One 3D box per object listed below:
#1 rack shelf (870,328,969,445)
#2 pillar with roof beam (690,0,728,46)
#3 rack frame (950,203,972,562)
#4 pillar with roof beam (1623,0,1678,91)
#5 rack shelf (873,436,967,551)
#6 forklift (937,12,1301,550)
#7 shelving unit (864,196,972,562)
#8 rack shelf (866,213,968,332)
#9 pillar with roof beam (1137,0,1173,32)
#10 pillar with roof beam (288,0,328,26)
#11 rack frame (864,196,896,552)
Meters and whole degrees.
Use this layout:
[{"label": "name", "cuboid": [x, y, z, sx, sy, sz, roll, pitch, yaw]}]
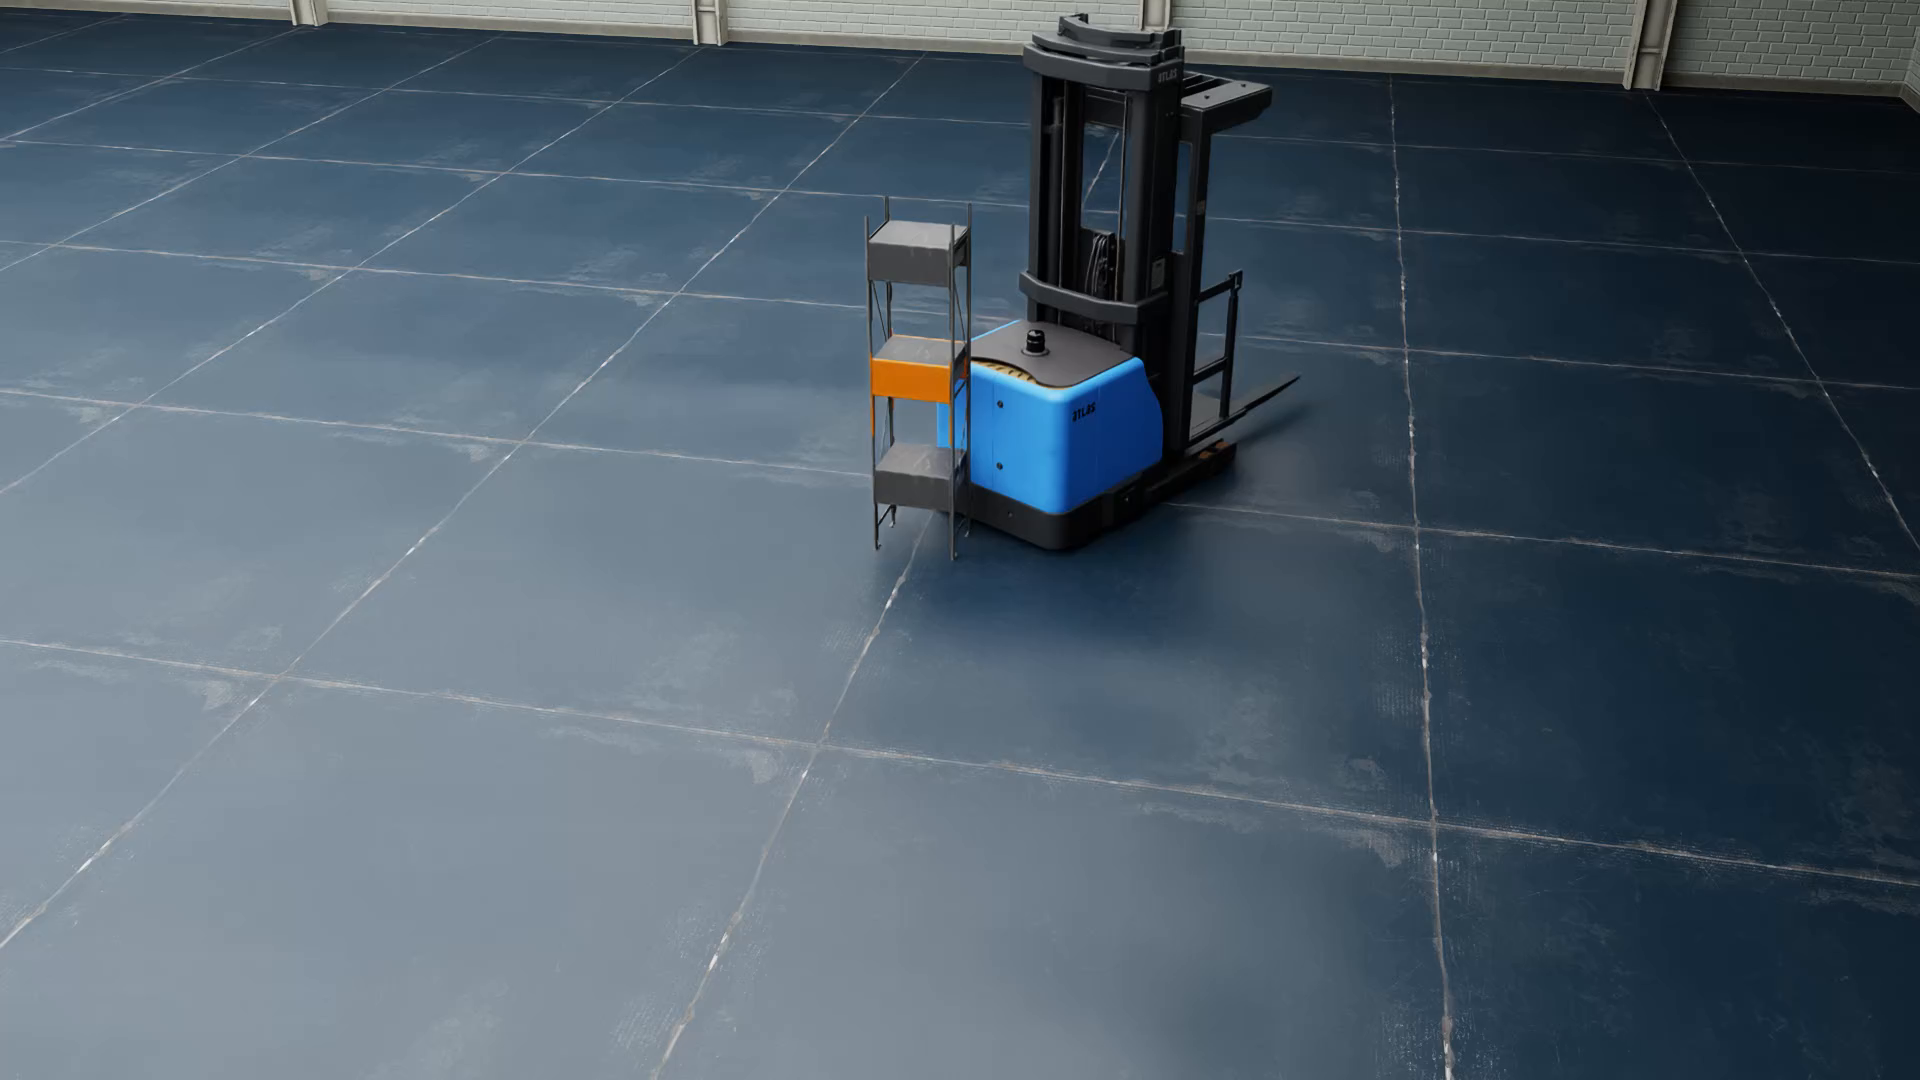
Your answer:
[{"label": "rack shelf", "cuboid": [-0.230, -0.900, 9.736, 0.480, 0.518, 0.431, 8, 30, 13]}, {"label": "pillar with roof beam", "cuboid": [-4.278, -8.689, 16.750, 0.400, 9.000, 9.100, 6, 29, 11]}, {"label": "rack frame", "cuboid": [0.006, -0.881, 9.673, 0.015, 2.100, 0.400, 8, 30, 13]}, {"label": "pillar with roof beam", "cuboid": [7.457, -7.486, 14.552, 0.400, 9.000, 9.100, 6, 29, 11]}, {"label": "rack shelf", "cuboid": [-0.230, -0.286, 10.072, 0.480, 0.518, 0.431, 8, 30, 13]}, {"label": "forklift", "cuboid": [1.201, -1.851, 10.579, 1.130, 2.935, 3.031, 23, 36, 36]}, {"label": "shelving unit", "cuboid": [-0.230, -0.912, 9.730, 0.503, 2.100, 0.431, 8, 30, 13]}, {"label": "rack shelf", "cuboid": [-0.230, -1.514, 9.400, 0.480, 0.518, 0.431, 8, 30, 13]}, {"label": "pillar with roof beam", "cuboid": [1.590, -8.087, 15.651, 0.400, 9.000, 9.100, 6, 29, 11]}, {"label": "pillar with roof beam", "cuboid": [-10.146, -9.291, 17.849, 0.400, 9.000, 9.100, 6, 29, 11]}, {"label": "rack frame", "cuboid": [-0.465, -0.943, 9.786, 0.015, 2.100, 0.400, 8, 30, 13]}]
